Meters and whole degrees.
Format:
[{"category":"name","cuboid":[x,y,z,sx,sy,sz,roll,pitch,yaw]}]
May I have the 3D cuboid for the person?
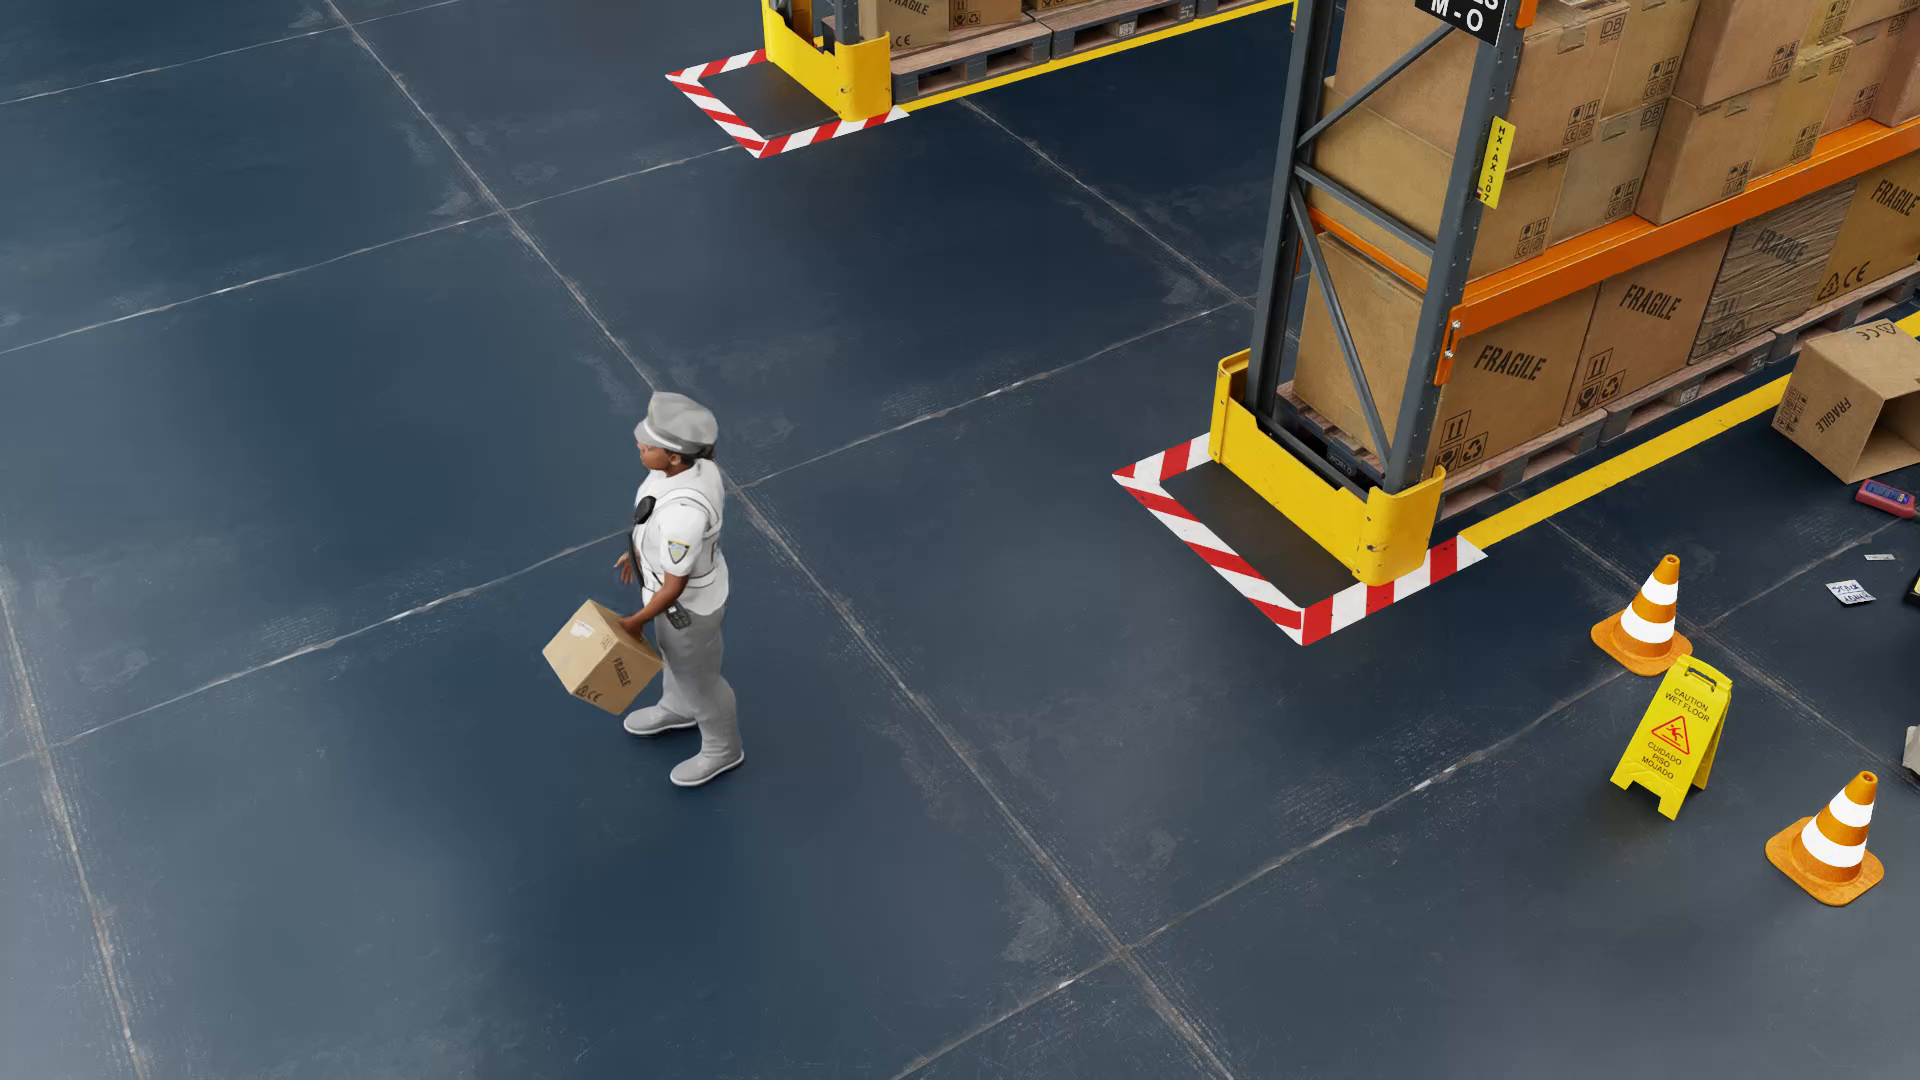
[{"category":"person","cuboid":[-1.045,0.196,5.897,0.514,1.697,0.488,-4,41,-5]}]
